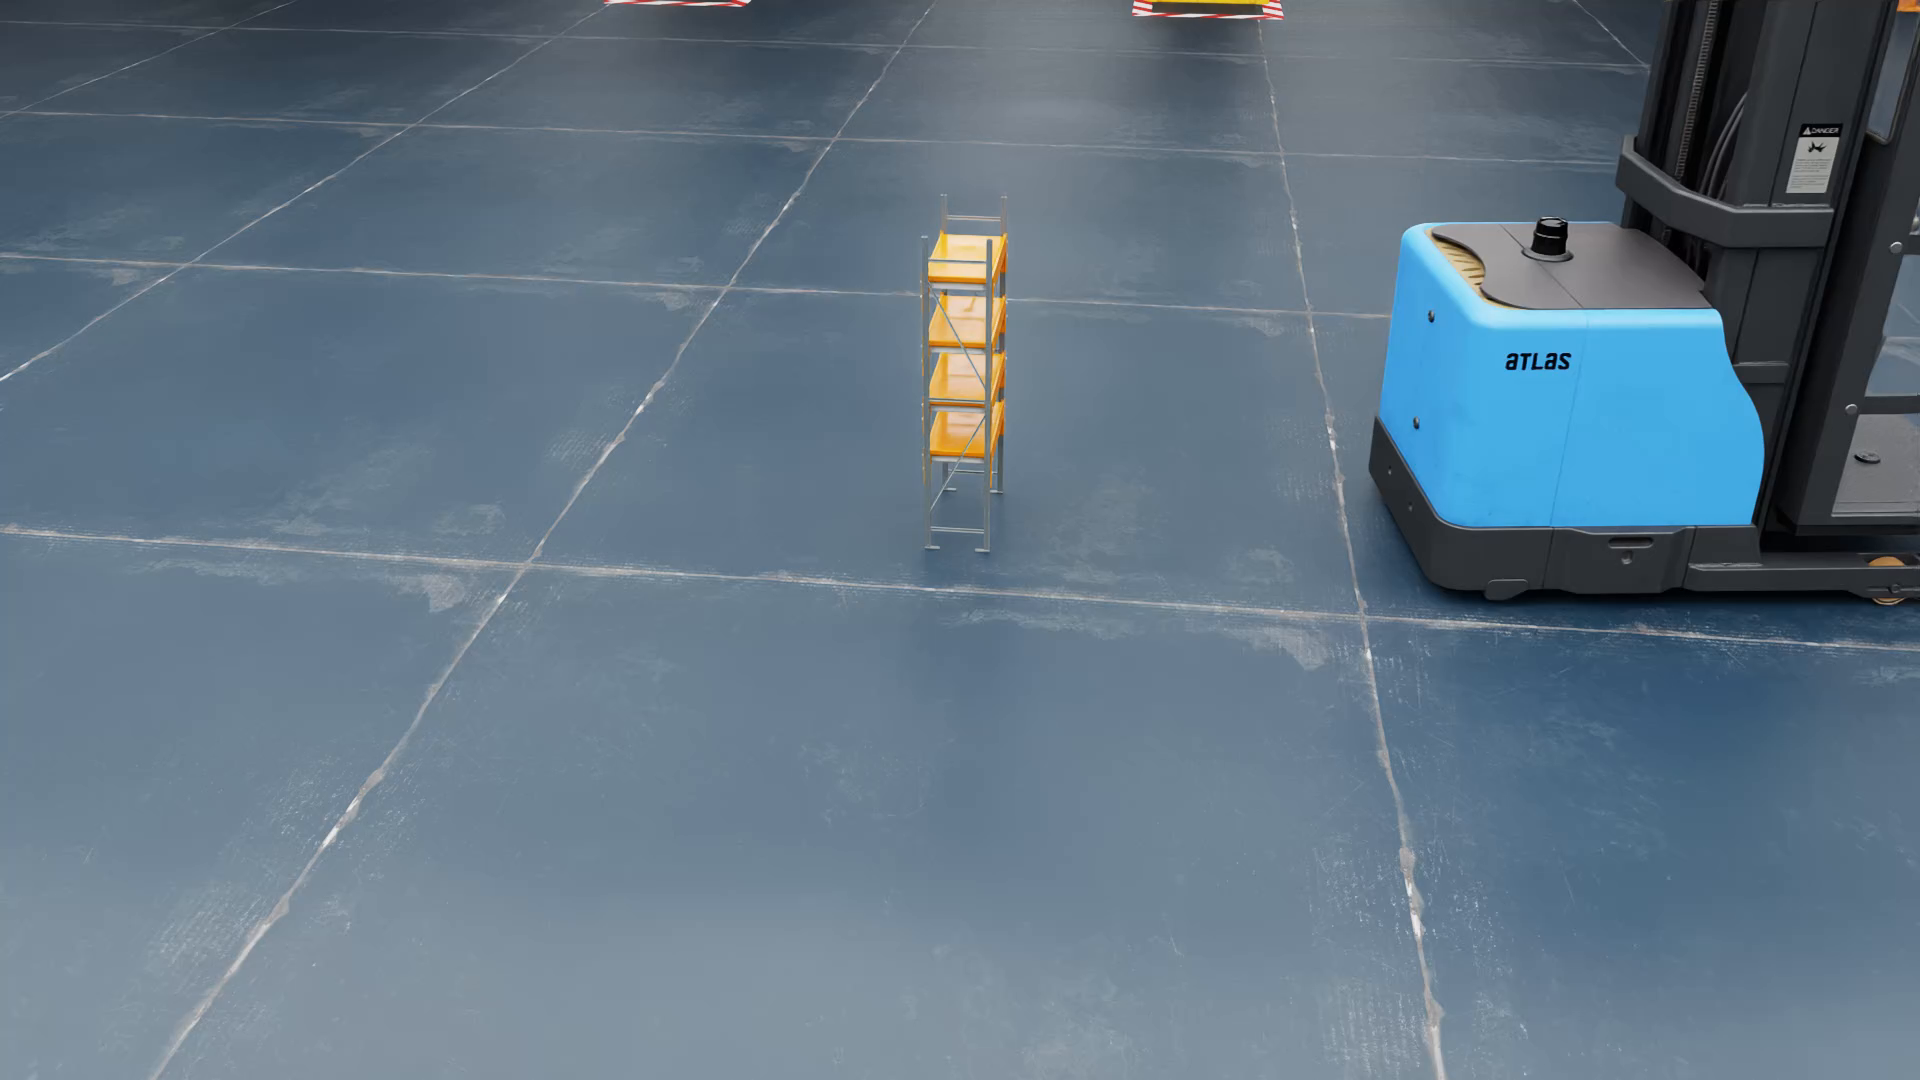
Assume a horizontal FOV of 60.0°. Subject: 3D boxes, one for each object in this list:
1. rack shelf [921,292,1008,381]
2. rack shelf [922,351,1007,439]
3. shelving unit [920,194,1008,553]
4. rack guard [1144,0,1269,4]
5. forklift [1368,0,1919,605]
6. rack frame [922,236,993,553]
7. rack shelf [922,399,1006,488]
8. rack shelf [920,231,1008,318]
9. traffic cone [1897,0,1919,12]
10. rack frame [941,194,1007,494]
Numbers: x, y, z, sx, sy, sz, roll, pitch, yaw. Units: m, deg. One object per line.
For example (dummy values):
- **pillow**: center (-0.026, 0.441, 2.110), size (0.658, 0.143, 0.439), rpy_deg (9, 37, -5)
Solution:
- **rack shelf**: center (0.020, -0.744, 6.036), size (0.258, 0.148, 0.480), rpy_deg (3, 28, 6)
- **rack shelf**: center (0.020, -0.547, 6.142), size (0.258, 0.148, 0.480), rpy_deg (3, 28, 6)
- **shelving unit**: center (0.020, -0.606, 6.110), size (0.258, 1.200, 0.503), rpy_deg (3, 28, 6)
- **rack guard**: center (2.330, -5.338, 15.631), size (1.175, 0.500, 0.348), rpy_deg (3, 28, 6)
- **forklift**: center (3.147, -1.315, 5.601), size (3.031, 2.935, 1.130), rpy_deg (-1, 28, -1)
- **rack frame**: center (-0.010, -0.491, 5.897), size (0.240, 1.200, 0.015), rpy_deg (3, 28, 6)
- **rack shelf**: center (0.020, -0.372, 6.236), size (0.258, 0.148, 0.480), rpy_deg (3, 28, 6)
- **rack shelf**: center (0.020, -0.952, 5.924), size (0.258, 0.148, 0.480), rpy_deg (3, 28, 6)
- **traffic cone**: center (8.705, -5.117, 15.261), size (0.336, 0.463, 0.334), rpy_deg (3, 28, 6)
- **rack frame**: center (0.050, -0.721, 6.323), size (0.240, 1.200, 0.015), rpy_deg (3, 28, 6)
